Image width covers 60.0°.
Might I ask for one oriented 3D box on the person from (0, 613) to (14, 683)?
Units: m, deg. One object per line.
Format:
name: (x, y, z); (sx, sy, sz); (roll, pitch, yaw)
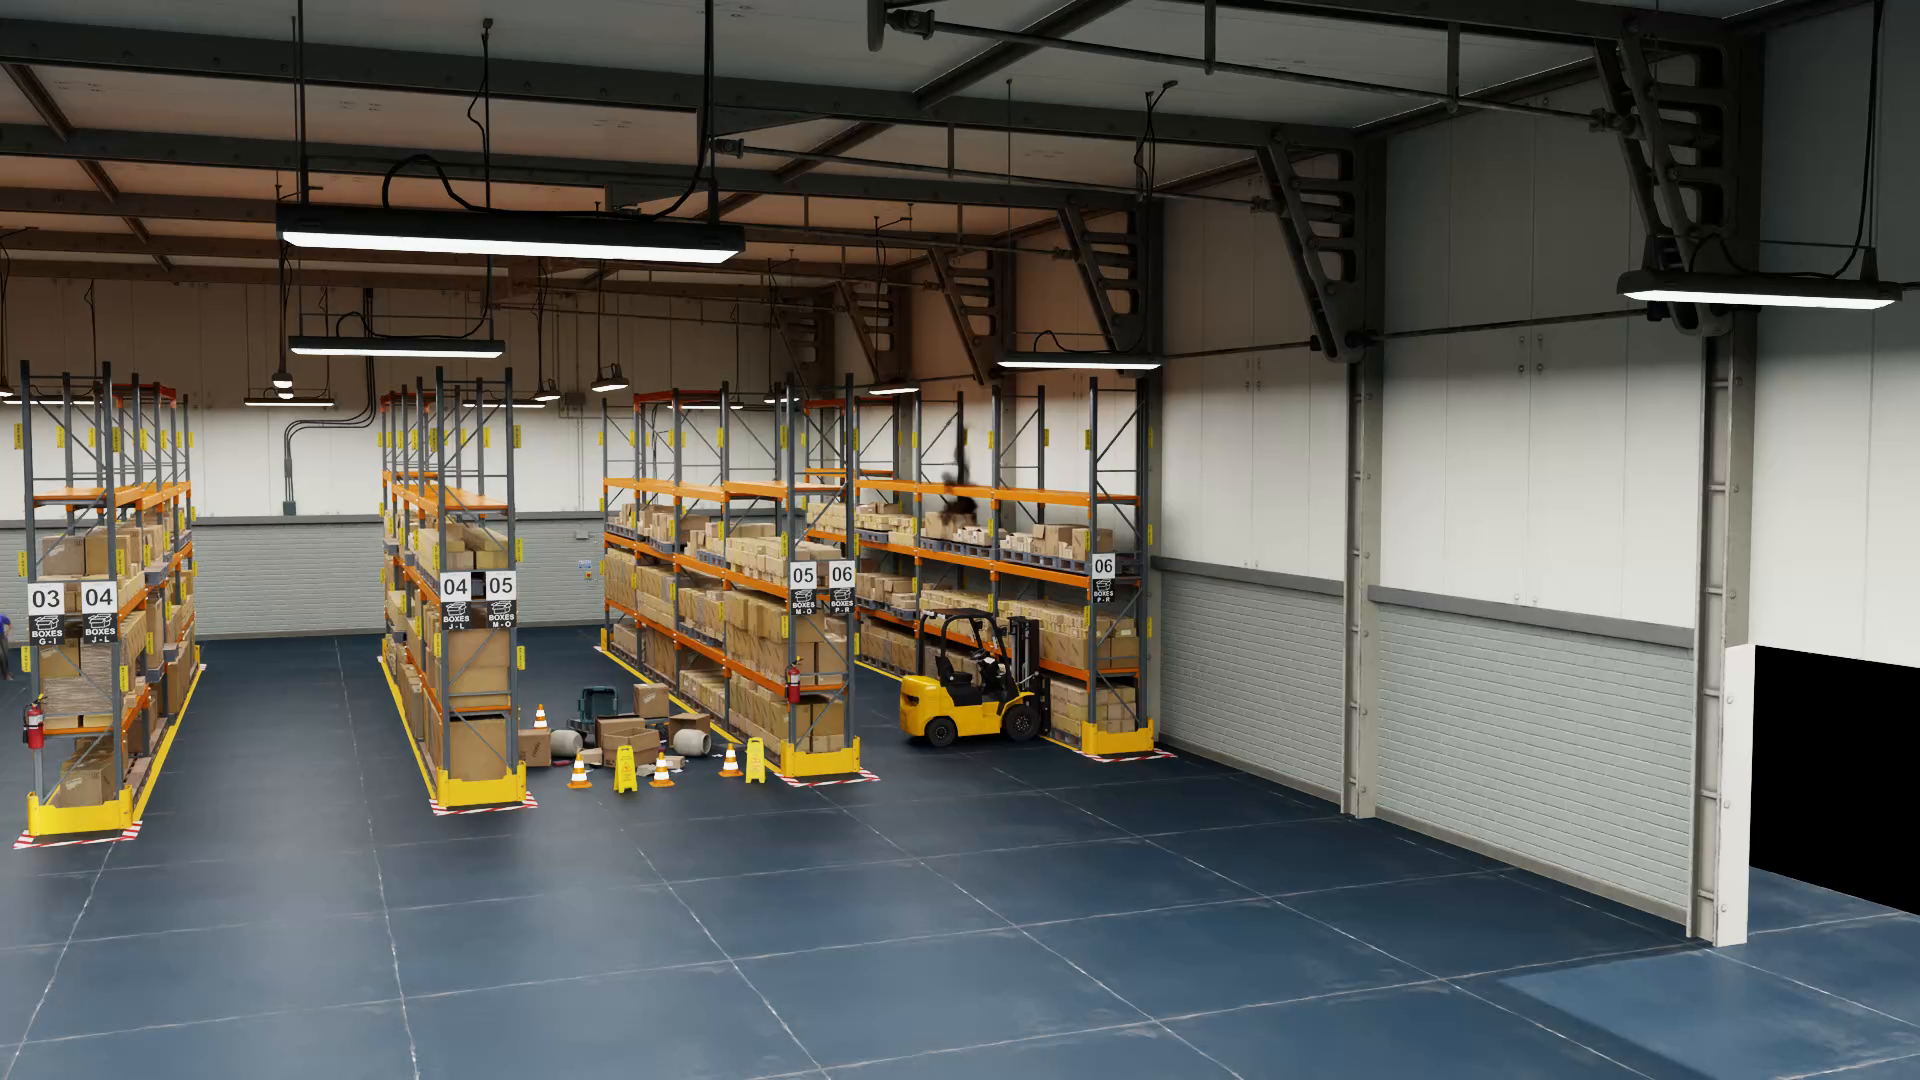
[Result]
person: (-19.980, 2.115, 34.534); (0.853, 1.647, 0.671); (3, 5, 43)
